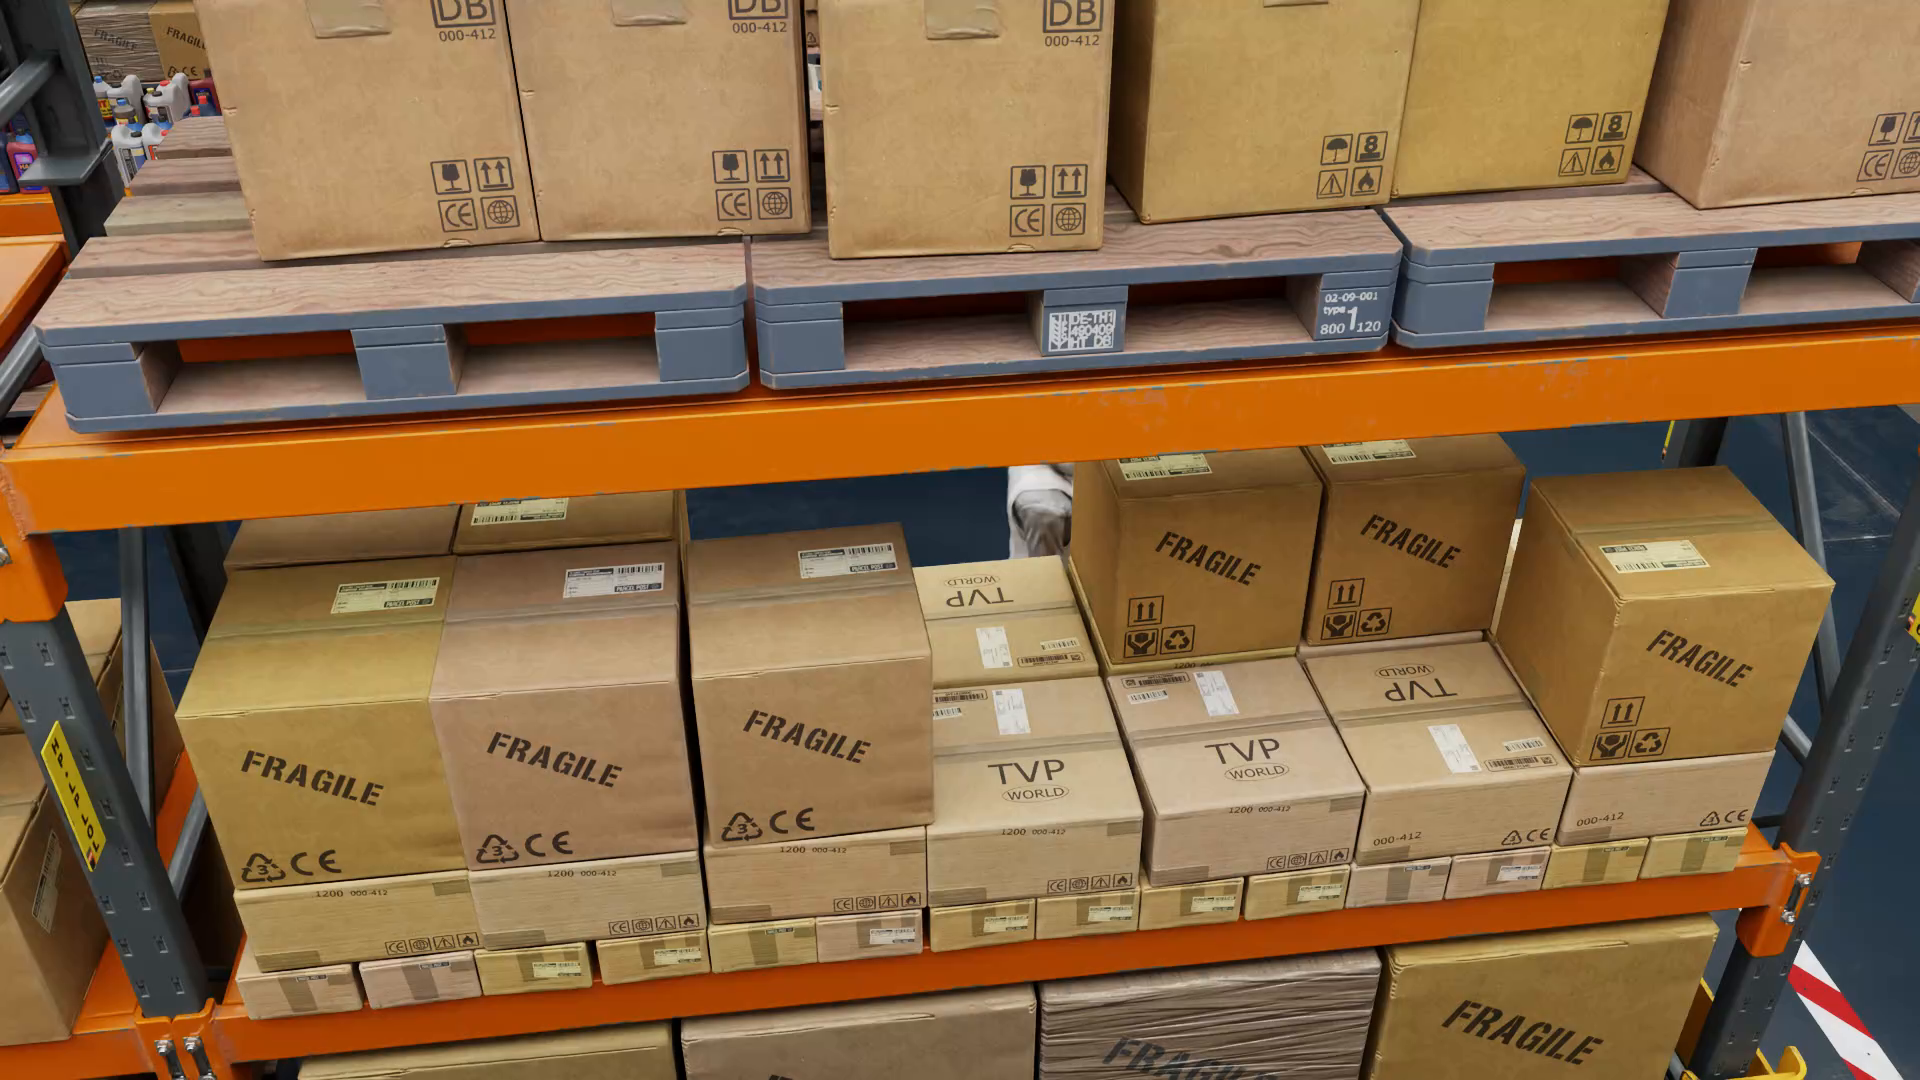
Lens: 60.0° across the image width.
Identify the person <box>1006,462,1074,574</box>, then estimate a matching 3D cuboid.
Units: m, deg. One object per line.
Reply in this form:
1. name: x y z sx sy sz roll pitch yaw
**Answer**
1. person: 0.350 0.212 5.809 0.388 1.798 0.559 1 35 1
